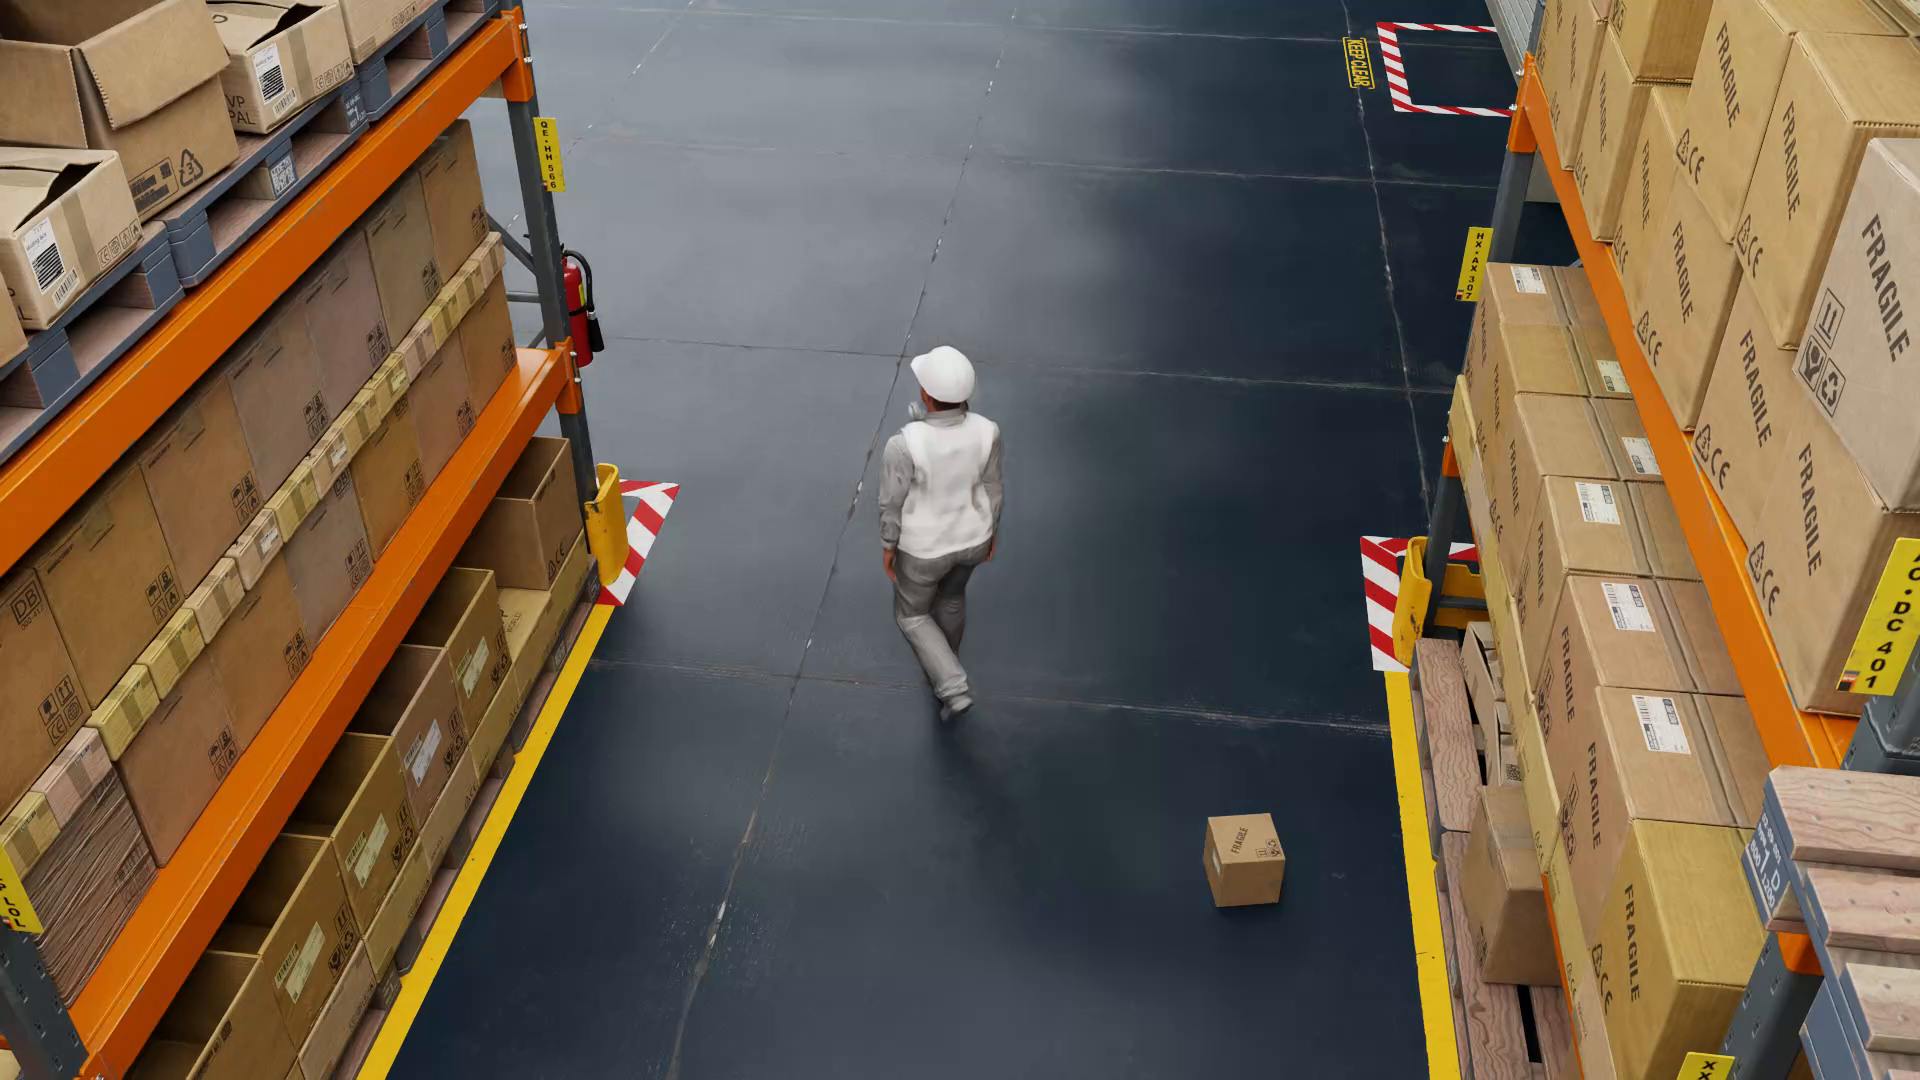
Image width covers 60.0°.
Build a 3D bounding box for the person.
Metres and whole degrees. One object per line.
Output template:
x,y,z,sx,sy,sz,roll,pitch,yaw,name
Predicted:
-0.063,0.012,6.978,0.549,1.755,0.743,-15,39,-20,person
